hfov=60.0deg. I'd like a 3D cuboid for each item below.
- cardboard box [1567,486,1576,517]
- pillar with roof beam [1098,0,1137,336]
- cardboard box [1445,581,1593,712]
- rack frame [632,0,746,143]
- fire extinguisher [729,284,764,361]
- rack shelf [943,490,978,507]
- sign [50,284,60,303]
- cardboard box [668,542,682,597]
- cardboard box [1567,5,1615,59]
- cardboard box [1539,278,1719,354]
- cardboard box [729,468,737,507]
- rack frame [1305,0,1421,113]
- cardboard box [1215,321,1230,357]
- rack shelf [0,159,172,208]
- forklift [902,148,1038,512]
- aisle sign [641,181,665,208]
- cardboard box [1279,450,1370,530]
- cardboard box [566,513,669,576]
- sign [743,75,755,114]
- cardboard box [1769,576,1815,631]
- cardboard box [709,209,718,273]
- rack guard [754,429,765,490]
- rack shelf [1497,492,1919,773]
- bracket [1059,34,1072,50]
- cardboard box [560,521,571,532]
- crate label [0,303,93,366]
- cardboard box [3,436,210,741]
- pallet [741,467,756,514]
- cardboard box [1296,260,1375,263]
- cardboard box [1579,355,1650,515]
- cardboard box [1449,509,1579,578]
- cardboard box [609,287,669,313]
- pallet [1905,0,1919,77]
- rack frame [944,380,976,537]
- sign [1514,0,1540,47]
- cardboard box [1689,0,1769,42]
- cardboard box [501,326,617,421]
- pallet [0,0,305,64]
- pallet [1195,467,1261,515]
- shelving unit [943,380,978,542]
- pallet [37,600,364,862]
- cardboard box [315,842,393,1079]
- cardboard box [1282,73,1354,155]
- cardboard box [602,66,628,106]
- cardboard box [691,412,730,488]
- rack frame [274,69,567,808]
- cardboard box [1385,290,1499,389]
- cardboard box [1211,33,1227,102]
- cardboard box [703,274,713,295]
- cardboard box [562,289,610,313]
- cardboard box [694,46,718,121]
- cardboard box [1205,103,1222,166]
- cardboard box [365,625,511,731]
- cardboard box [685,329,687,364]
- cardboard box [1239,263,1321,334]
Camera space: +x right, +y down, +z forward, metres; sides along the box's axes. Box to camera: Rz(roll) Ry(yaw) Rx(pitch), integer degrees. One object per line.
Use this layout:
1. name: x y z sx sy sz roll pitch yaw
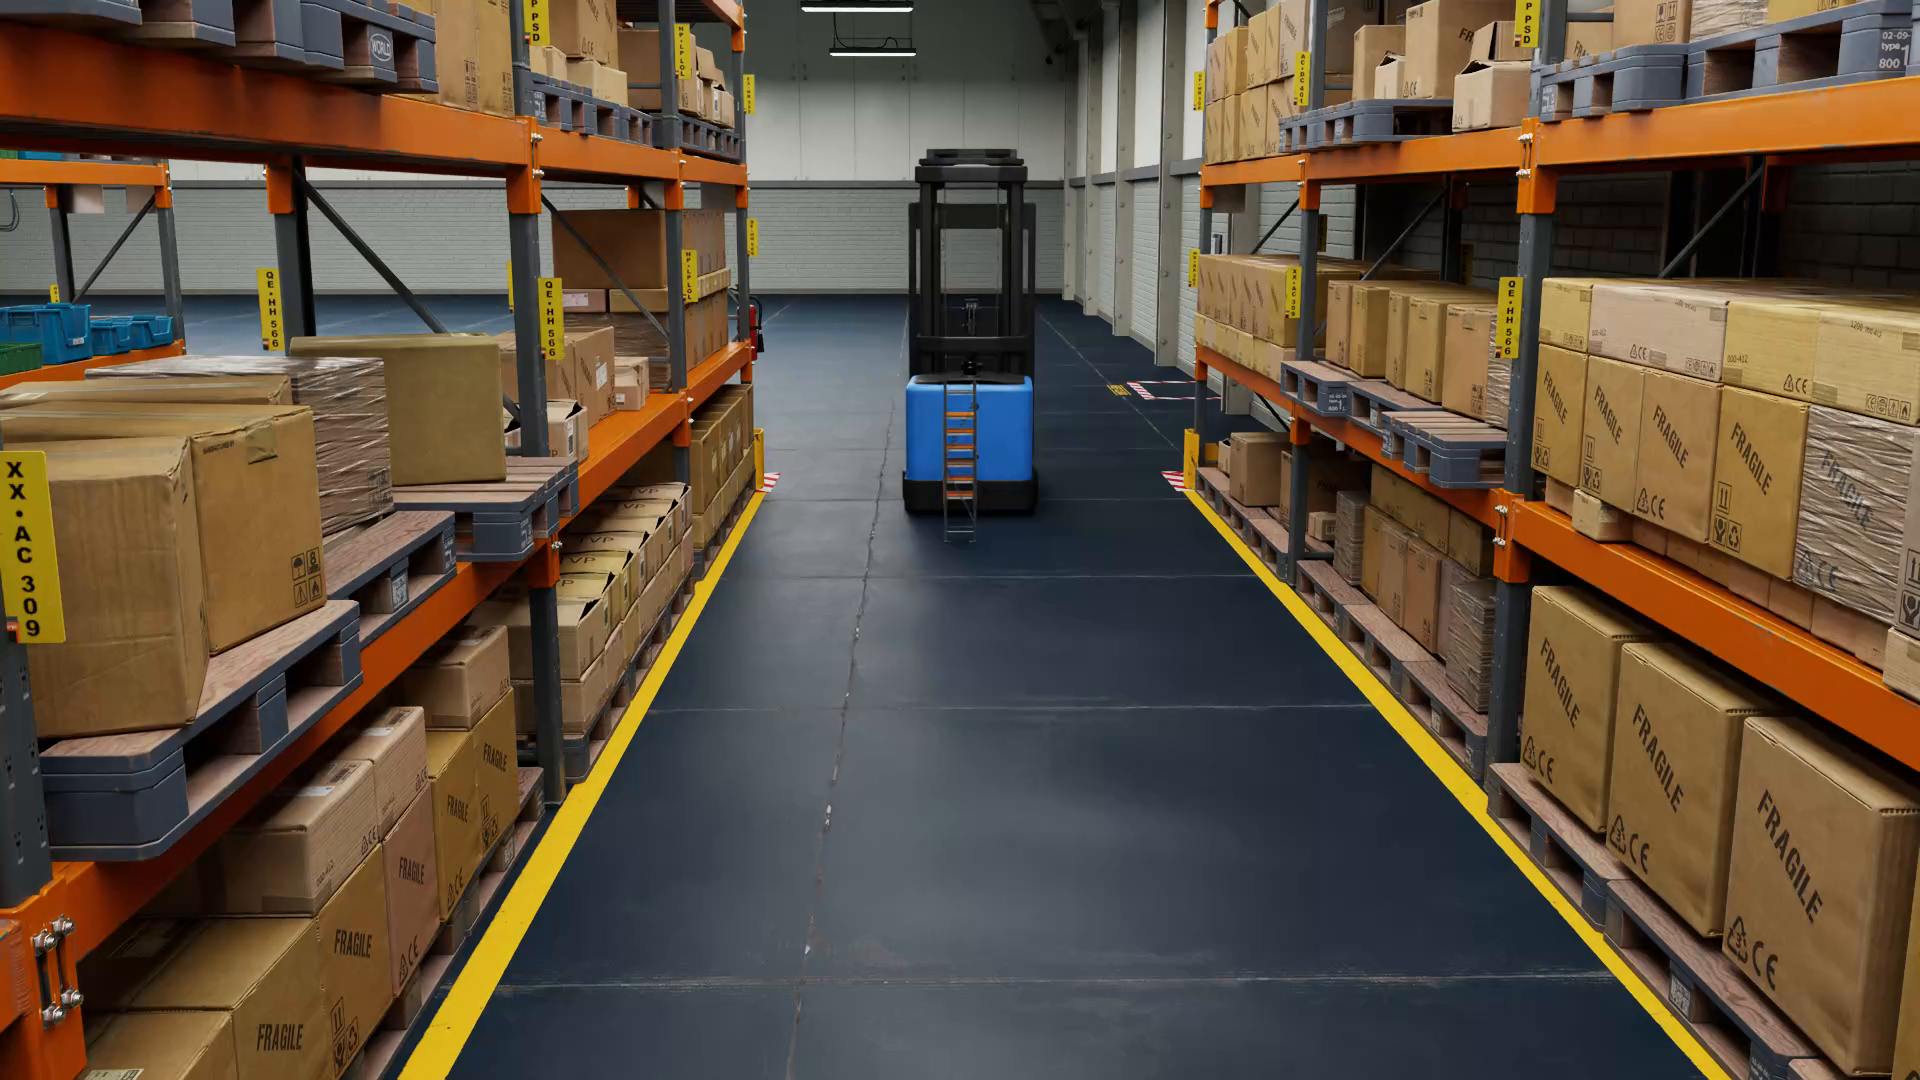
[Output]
1. cardboard box: 2.540 -0.145 6.310 0.380 0.149 0.250 0 11 0
2. pillar with roof beam: -1.193 -8.330 30.985 9.100 9.000 0.548 0 11 -1
3. cardboard box: 2.702 0.492 7.771 0.700 0.500 0.500 0 11 0
4. rack frame: -2.349 -4.884 14.000 1.000 3.000 0.127 0 11 -1
5. fire extinguisher: -1.887 -1.931 14.729 0.296 0.674 0.183 0 11 -1
6. rack shelf: 0.000 -0.312 12.511 0.258 0.103 0.180 0 11 -1
7. sign: -7.852 -2.058 14.465 0.100 0.325 0.005 0 11 -1
8. cardboard box: -1.959 0.175 10.012 0.500 0.250 0.500 0 11 -2
9. cardboard box: 2.984 -2.048 7.262 0.500 0.500 0.500 0 11 -1
10. cardboard box: 2.521 -0.850 6.267 0.500 0.250 0.500 0 11 0
11. cardboard box: -2.000 -0.399 12.839 0.500 0.250 0.500 0 11 -1
12. rack frame: 2.686 -4.110 10.184 1.000 3.000 0.127 0 11 -1
13. cardboard box: 2.326 -1.598 13.221 0.500 0.250 0.500 0 11 -2
14. rack shelf: -7.260 -2.644 12.313 1.077 0.370 4.000 0 11 -1
15. forklift: 0.110 -1.908 14.592 1.130 2.935 3.031 0 11 1
16. aisle sign: -2.657 -3.230 14.396 0.394 0.787 0.004 0 11 -1
17. cardboard box: 2.625 -0.367 12.002 0.500 0.500 0.500 -1 12 -5
18. cardboard box: -1.946 0.000 9.463 0.500 0.311 0.500 0 11 -1
19. sign: -1.806 -3.808 14.215 0.100 0.325 0.005 0 11 -1
20. cardboard box: 2.585 0.162 4.797 0.380 0.149 0.250 0 11 1
21. cardboard box: -2.335 -2.421 13.433 0.700 0.500 0.500 -1 11 -3
22. rack guard: -2.350 -0.724 14.868 1.175 0.500 0.348 0 11 -1
23. rack shelf: 2.810 0.375 4.973 1.077 0.370 4.000 0 11 -1
24. bracket: 2.570 -11.901 39.534 0.076 0.066 4.783 0 11 -1
25. cardboard box: -2.490 0.004 9.445 0.500 0.311 0.500 -1 11 -3
26. crate label: -6.993 -1.577 12.698 0.502 0.435 0.616 0 11 -1
27. cardboard box: -1.887 0.092 3.255 0.700 0.500 0.500 -4 12 -20
28. pallet: -2.291 -0.425 14.125 1.003 0.211 1.213 0 11 -1
29. cardboard box: 2.852 -1.873 12.688 0.500 0.500 0.500 0 11 0
30. cardboard box: 2.524 -0.378 5.826 0.500 0.500 0.500 0 11 1
31. cardboard box: 2.753 0.011 8.256 0.500 0.250 0.500 0 11 0
32. cardboard box: -2.078 -1.570 10.870 0.380 0.149 0.250 0 11 -1
33. pallet: 2.783 -1.138 3.560 0.805 0.209 1.217 -1 11 -3
34. rack frame: -0.002 -0.609 12.544 0.240 1.200 0.006 0 11 -1
35. sign: 2.226 -2.096 6.503 0.100 0.325 0.005 0 11 -1
36. cardboard box: 2.900 -1.908 5.518 0.700 0.500 0.500 -1 12 -4
37. cardboard box: -2.256 -0.940 9.398 0.500 0.500 0.500 1 11 3
38. pallet: -2.044 -1.066 3.199 1.213 0.211 1.003 0 11 -1
39. pallet: 2.586 -0.422 14.106 1.003 0.211 1.213 0 11 -1
40. shelving unit: 0.000 -0.591 12.454 0.258 1.200 0.189 0 11 -1
41. pallet: -2.008 0.376 3.643 1.003 0.211 1.213 0 11 -1
42. cardboard box: -1.892 1.148 4.534 0.500 0.500 0.500 0 11 0
43. cardboard box: 2.428 -2.799 10.963 0.500 0.500 0.500 0 11 0
44. cardboard box: -2.263 -2.629 9.748 0.500 0.250 0.500 1 12 5
45. cardboard box: -1.984 -0.667 12.275 0.500 0.500 0.500 0 11 -1
46. rack frame: -2.184 -0.354 6.758 1.000 3.000 0.127 0 11 -1
47. cardboard box: 2.712 -1.091 9.036 0.700 0.500 0.500 1 12 7
48. cardboard box: 2.328 -3.806 13.416 0.500 0.500 0.500 0 11 -2
49. cardboard box: -2.122 -1.978 12.883 0.380 0.149 0.250 0 11 0
50. cardboard box: -2.486 -1.569 10.865 0.380 0.149 0.250 0 11 -1
51. cardboard box: -2.174 -3.272 11.929 0.797 0.503 0.637 1 12 5
52. cardboard box: 2.360 -3.426 14.057 0.500 0.500 0.500 0 11 0
53. cardboard box: -1.924 0.484 5.921 0.500 0.250 0.500 0 11 1
54. cardboard box: -2.299 -1.391 11.618 0.700 0.500 0.500 0 11 -2
55. cardboard box: 2.351 -1.766 12.159 0.500 0.500 0.500 -1 11 -3
